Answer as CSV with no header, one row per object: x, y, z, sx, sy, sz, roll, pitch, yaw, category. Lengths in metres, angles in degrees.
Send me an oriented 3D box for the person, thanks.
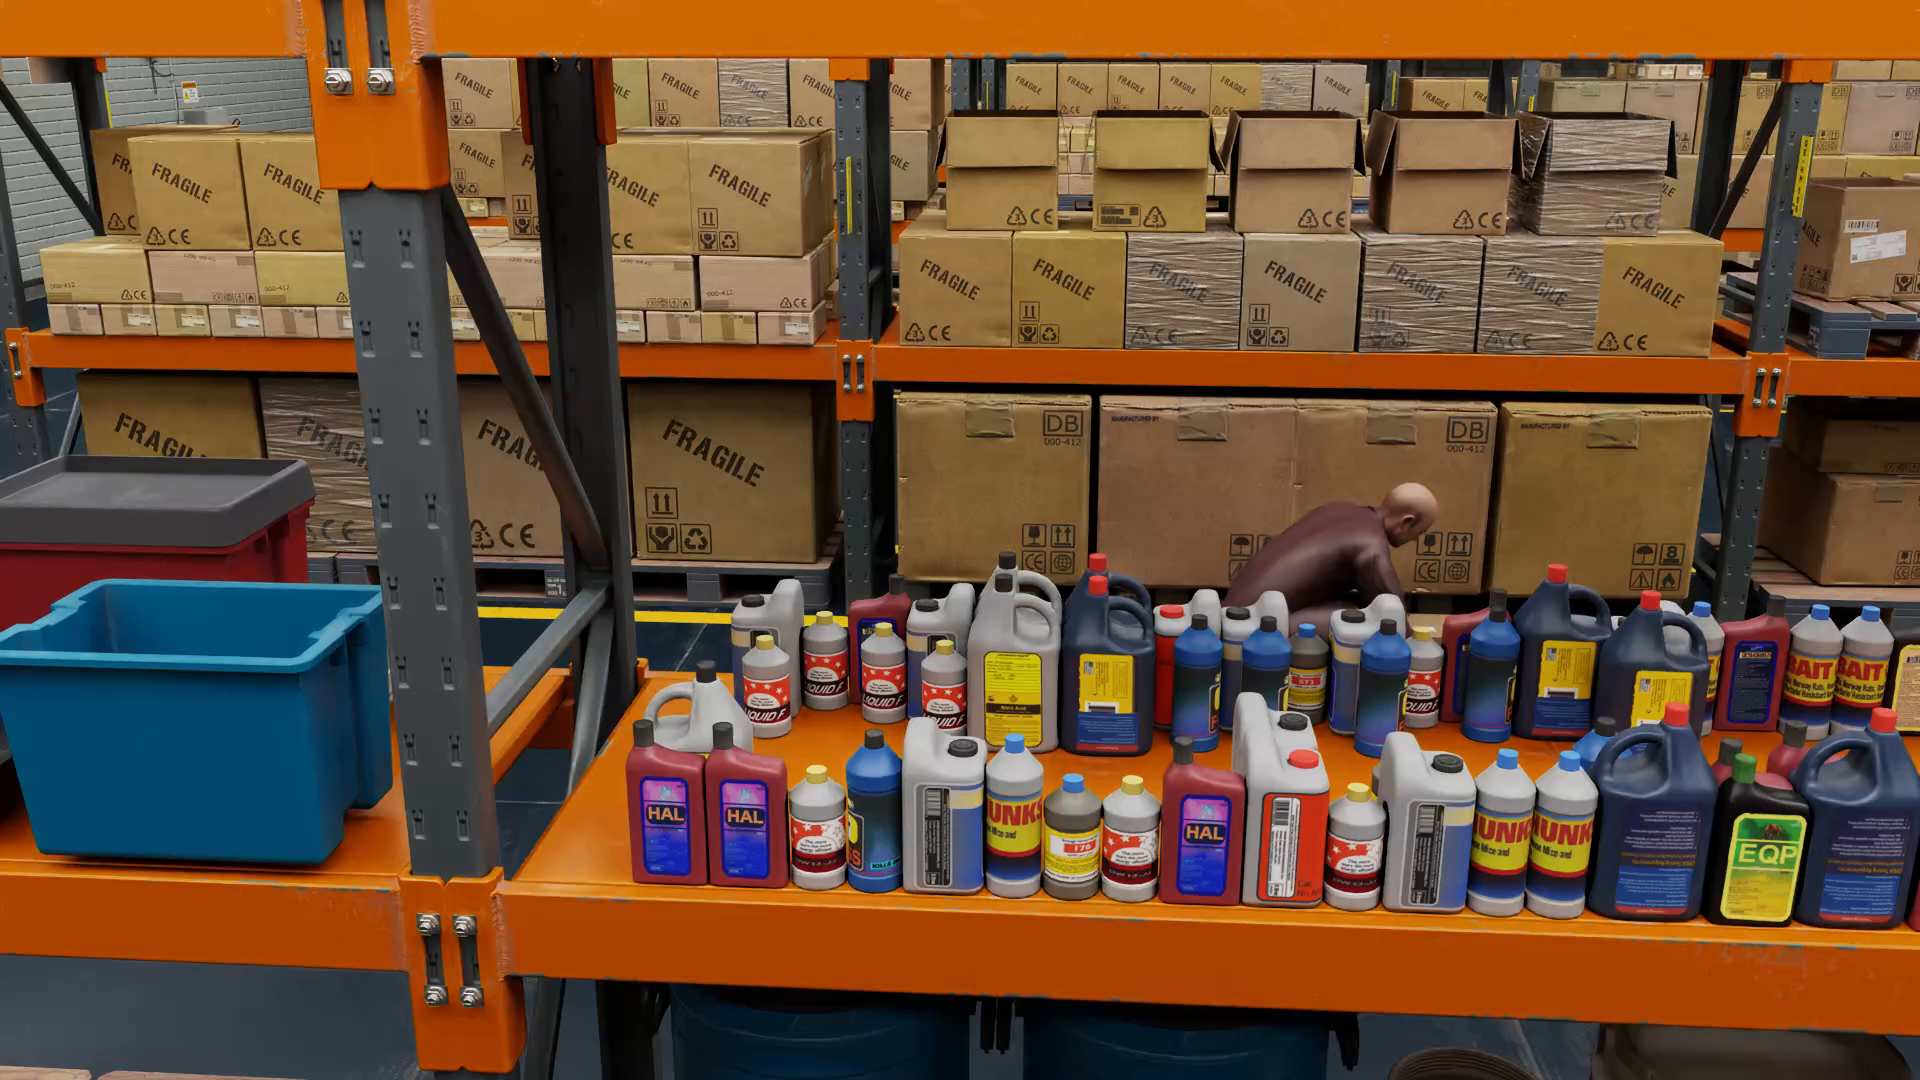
1.476,0.278,6.519,0.911,0.986,0.609,1,17,4,person
